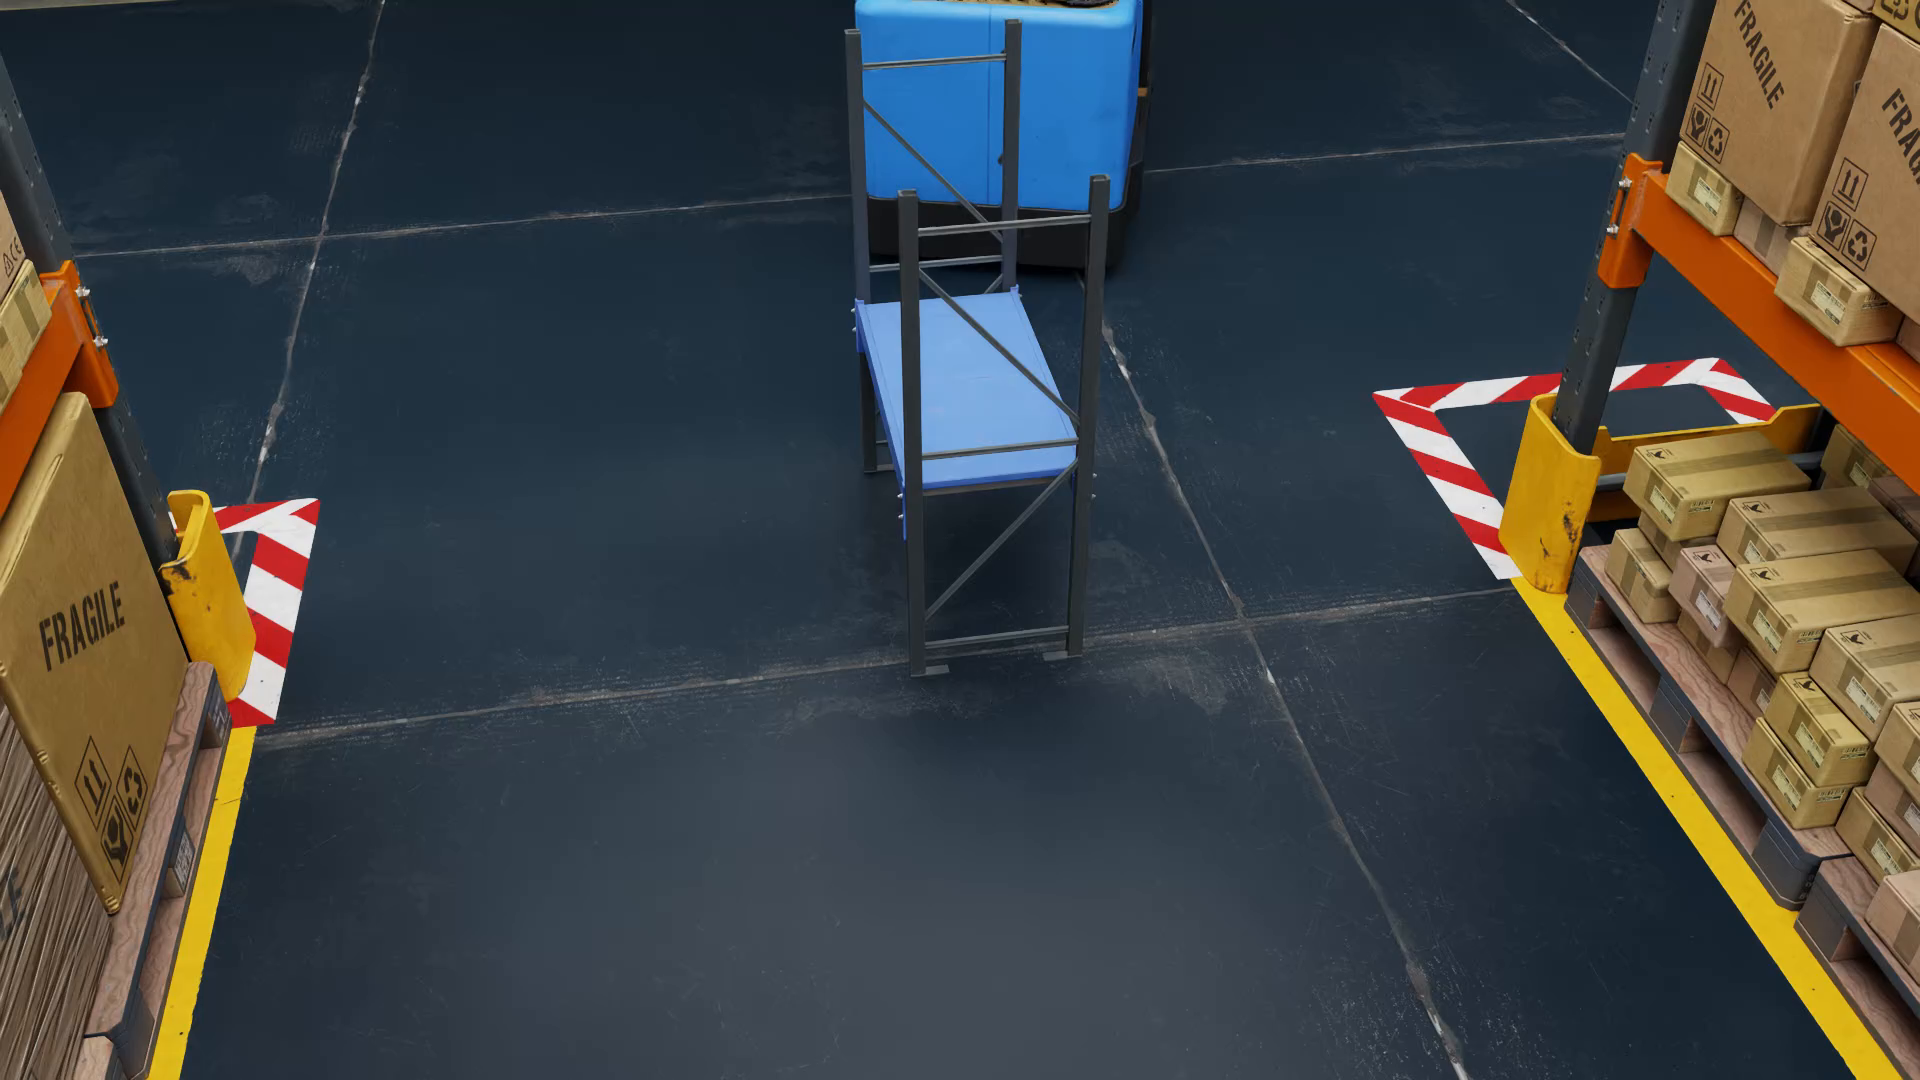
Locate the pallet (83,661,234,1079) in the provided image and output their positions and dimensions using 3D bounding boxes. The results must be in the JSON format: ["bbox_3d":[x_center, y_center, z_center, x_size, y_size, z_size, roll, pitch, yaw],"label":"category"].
[{"bbox_3d":[-2.401,0.822,4.020,1.003,0.211,1.213,-6,38,-8],"label":"pallet"}]

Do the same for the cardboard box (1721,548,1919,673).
[{"bbox_3d":[2.125,0.171,4.081,0.380,0.149,0.250,-6,38,-8],"label":"cardboard box"}]

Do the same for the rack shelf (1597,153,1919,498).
[{"bbox_3d":[2.634,0.266,3.050,1.077,0.370,4.000,-6,38,-8],"label":"rack shelf"}]

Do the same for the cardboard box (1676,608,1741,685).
[{"bbox_3d":[2.186,0.234,4.486,0.380,0.149,0.250,-6,38,-8],"label":"cardboard box"}]

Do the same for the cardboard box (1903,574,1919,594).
[{"bbox_3d":[2.649,0.068,4.457,0.380,0.149,0.250,-7,38,-9],"label":"cardboard box"}]

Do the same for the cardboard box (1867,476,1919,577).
[{"bbox_3d":[2.613,-0.051,4.367,0.380,0.149,0.250,-6,38,-7],"label":"cardboard box"}]

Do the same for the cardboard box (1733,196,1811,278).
[{"bbox_3d":[2.103,-0.747,3.971,0.380,0.149,0.250,-5,38,-6],"label":"cardboard box"}]

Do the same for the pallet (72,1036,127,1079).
[{"bbox_3d":[-2.190,1.557,3.074,1.003,0.211,1.213,-6,38,-8],"label":"pallet"}]

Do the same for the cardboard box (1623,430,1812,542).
[{"bbox_3d":[2.040,-0.148,4.493,0.380,0.149,0.250,-8,39,-10],"label":"cardboard box"}]

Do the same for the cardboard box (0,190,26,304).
[{"bbox_3d":[-2.272,-0.548,3.390,0.500,0.250,0.500,-7,38,-9],"label":"cardboard box"}]

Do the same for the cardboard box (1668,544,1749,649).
[{"bbox_3d":[2.115,0.132,4.375,0.380,0.149,0.250,-6,38,-8],"label":"cardboard box"}]

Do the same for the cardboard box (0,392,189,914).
[{"bbox_3d":[-2.427,0.297,3.812,0.875,0.875,0.875,-6,38,-8],"label":"cardboard box"}]

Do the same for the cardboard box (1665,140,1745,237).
[{"bbox_3d":[2.017,-0.896,4.164,0.380,0.149,0.250,-7,38,-8],"label":"cardboard box"}]

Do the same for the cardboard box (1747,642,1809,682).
[{"bbox_3d":[2.245,0.270,4.197,0.380,0.149,0.250,-6,38,-7],"label":"cardboard box"}]

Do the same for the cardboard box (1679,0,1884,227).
[{"bbox_3d":[2.090,-1.083,3.875,0.500,0.500,0.500,-5,38,-6],"label":"cardboard box"}]

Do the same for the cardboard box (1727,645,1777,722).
[{"bbox_3d":[2.237,0.383,4.294,0.380,0.149,0.250,-6,38,-7],"label":"cardboard box"}]

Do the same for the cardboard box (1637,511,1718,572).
[{"bbox_3d":[2.122,-0.040,4.595,0.380,0.149,0.250,-5,38,-6],"label":"cardboard box"}]

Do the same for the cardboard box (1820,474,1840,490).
[{"bbox_3d":[2.657,-0.096,4.667,0.380,0.149,0.250,-7,38,-9],"label":"cardboard box"}]

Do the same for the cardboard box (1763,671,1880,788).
[{"bbox_3d":[2.183,0.437,3.982,0.380,0.149,0.250,-5,38,-7],"label":"cardboard box"}]

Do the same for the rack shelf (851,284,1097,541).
[{"bbox_3d":[0.015,-0.399,4.834,0.538,0.185,1.000,-6,38,-8],"label":"rack shelf"}]

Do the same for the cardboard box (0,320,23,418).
[{"bbox_3d":[-2.184,-0.318,3.420,0.380,0.149,0.250,-6,38,-7],"label":"cardboard box"}]

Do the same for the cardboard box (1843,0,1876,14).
[{"bbox_3d":[2.100,-1.479,3.569,0.500,0.500,0.500,-6,38,-8],"label":"cardboard box"}]

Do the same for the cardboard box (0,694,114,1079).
[{"bbox_3d":[-2.267,0.847,3.105,0.875,0.875,0.875,-6,38,-8],"label":"cardboard box"}]

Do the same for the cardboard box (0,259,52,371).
[{"bbox_3d":[-2.231,-0.475,3.621,0.380,0.149,0.250,-6,38,-7],"label":"cardboard box"}]

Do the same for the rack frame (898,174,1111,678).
[{"bbox_3d":[0.104,-0.234,4.328,0.500,1.500,0.032,-6,38,-8],"label":"rack frame"}]

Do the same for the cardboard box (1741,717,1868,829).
[{"bbox_3d":[2.173,0.549,4.080,0.380,0.149,0.250,-6,38,-7],"label":"cardboard box"}]

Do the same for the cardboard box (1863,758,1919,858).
[{"bbox_3d":[2.323,0.587,3.789,0.380,0.149,0.250,-8,39,-10],"label":"cardboard box"}]

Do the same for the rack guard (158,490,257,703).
[{"bbox_3d":[-2.622,0.219,4.561,1.175,0.500,0.348,-6,38,-8],"label":"rack guard"}]

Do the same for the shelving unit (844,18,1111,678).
[{"bbox_3d":[0.015,-0.541,4.724,0.538,1.500,1.048,-6,38,-8],"label":"shelving unit"}]

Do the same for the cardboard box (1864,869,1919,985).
[{"bbox_3d":[2.270,0.853,3.689,0.380,0.149,0.250,-8,39,-10],"label":"cardboard box"}]

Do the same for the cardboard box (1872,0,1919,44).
[{"bbox_3d":[2.195,-1.174,3.178,0.500,0.500,0.500,-5,38,-7],"label":"cardboard box"}]

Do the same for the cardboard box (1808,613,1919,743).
[{"bbox_3d":[2.250,0.312,3.900,0.380,0.149,0.250,-8,39,-10],"label":"cardboard box"}]

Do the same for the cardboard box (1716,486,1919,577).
[{"bbox_3d":[2.207,0.005,4.295,0.380,0.149,0.250,-6,38,-7],"label":"cardboard box"}]

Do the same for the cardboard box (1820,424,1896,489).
[{"bbox_3d":[2.625,-0.209,4.570,0.380,0.149,0.250,-6,38,-7],"label":"cardboard box"}]

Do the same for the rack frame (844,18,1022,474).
[{"bbox_3d":[-0.074,-0.848,5.119,0.500,1.500,0.032,-6,38,-8],"label":"rack frame"}]

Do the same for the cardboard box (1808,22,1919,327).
[{"bbox_3d":[2.209,-0.762,3.462,0.500,0.500,0.500,-6,38,-8],"label":"cardboard box"}]

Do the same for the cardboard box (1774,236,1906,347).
[{"bbox_3d":[2.097,-0.579,3.755,0.380,0.149,0.250,-7,38,-9],"label":"cardboard box"}]

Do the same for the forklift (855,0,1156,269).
[{"bbox_3d":[0.323,-3.114,6.870,1.130,2.935,3.031,5,38,7],"label":"forklift"}]

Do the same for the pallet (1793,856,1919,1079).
[{"bbox_3d":[2.614,1.150,3.597,1.003,0.211,1.213,-6,38,-8],"label":"pallet"}]

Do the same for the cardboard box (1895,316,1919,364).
[{"bbox_3d":[2.277,-0.437,3.572,0.380,0.149,0.250,-5,38,-6],"label":"cardboard box"}]

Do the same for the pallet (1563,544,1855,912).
[{"bbox_3d":[2.404,0.415,4.544,1.003,0.211,1.213,-6,38,-8],"label":"pallet"}]

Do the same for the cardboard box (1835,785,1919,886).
[{"bbox_3d":[2.312,0.693,3.895,0.380,0.149,0.250,-6,38,-8],"label":"cardboard box"}]

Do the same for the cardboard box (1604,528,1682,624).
[{"bbox_3d":[2.060,0.084,4.678,0.380,0.149,0.250,-5,38,-7],"label":"cardboard box"}]

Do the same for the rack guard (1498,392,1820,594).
[{"bbox_3d":[2.296,-0.193,5.092,1.175,0.500,0.348,-6,38,-8],"label":"rack guard"}]

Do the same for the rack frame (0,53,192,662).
[{"bbox_3d":[-2.618,-0.754,3.776,1.000,3.000,0.127,-6,38,-8],"label":"rack frame"}]

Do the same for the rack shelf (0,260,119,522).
[{"bbox_3d":[-2.267,0.738,2.441,1.077,0.370,4.000,-6,38,-8],"label":"rack shelf"}]

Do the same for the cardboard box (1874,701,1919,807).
[{"bbox_3d":[2.290,0.481,3.683,0.380,0.149,0.250,-5,38,-6],"label":"cardboard box"}]

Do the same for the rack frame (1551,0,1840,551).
[{"bbox_3d":[2.283,-1.226,4.384,1.000,3.000,0.127,-6,38,-8],"label":"rack frame"}]
